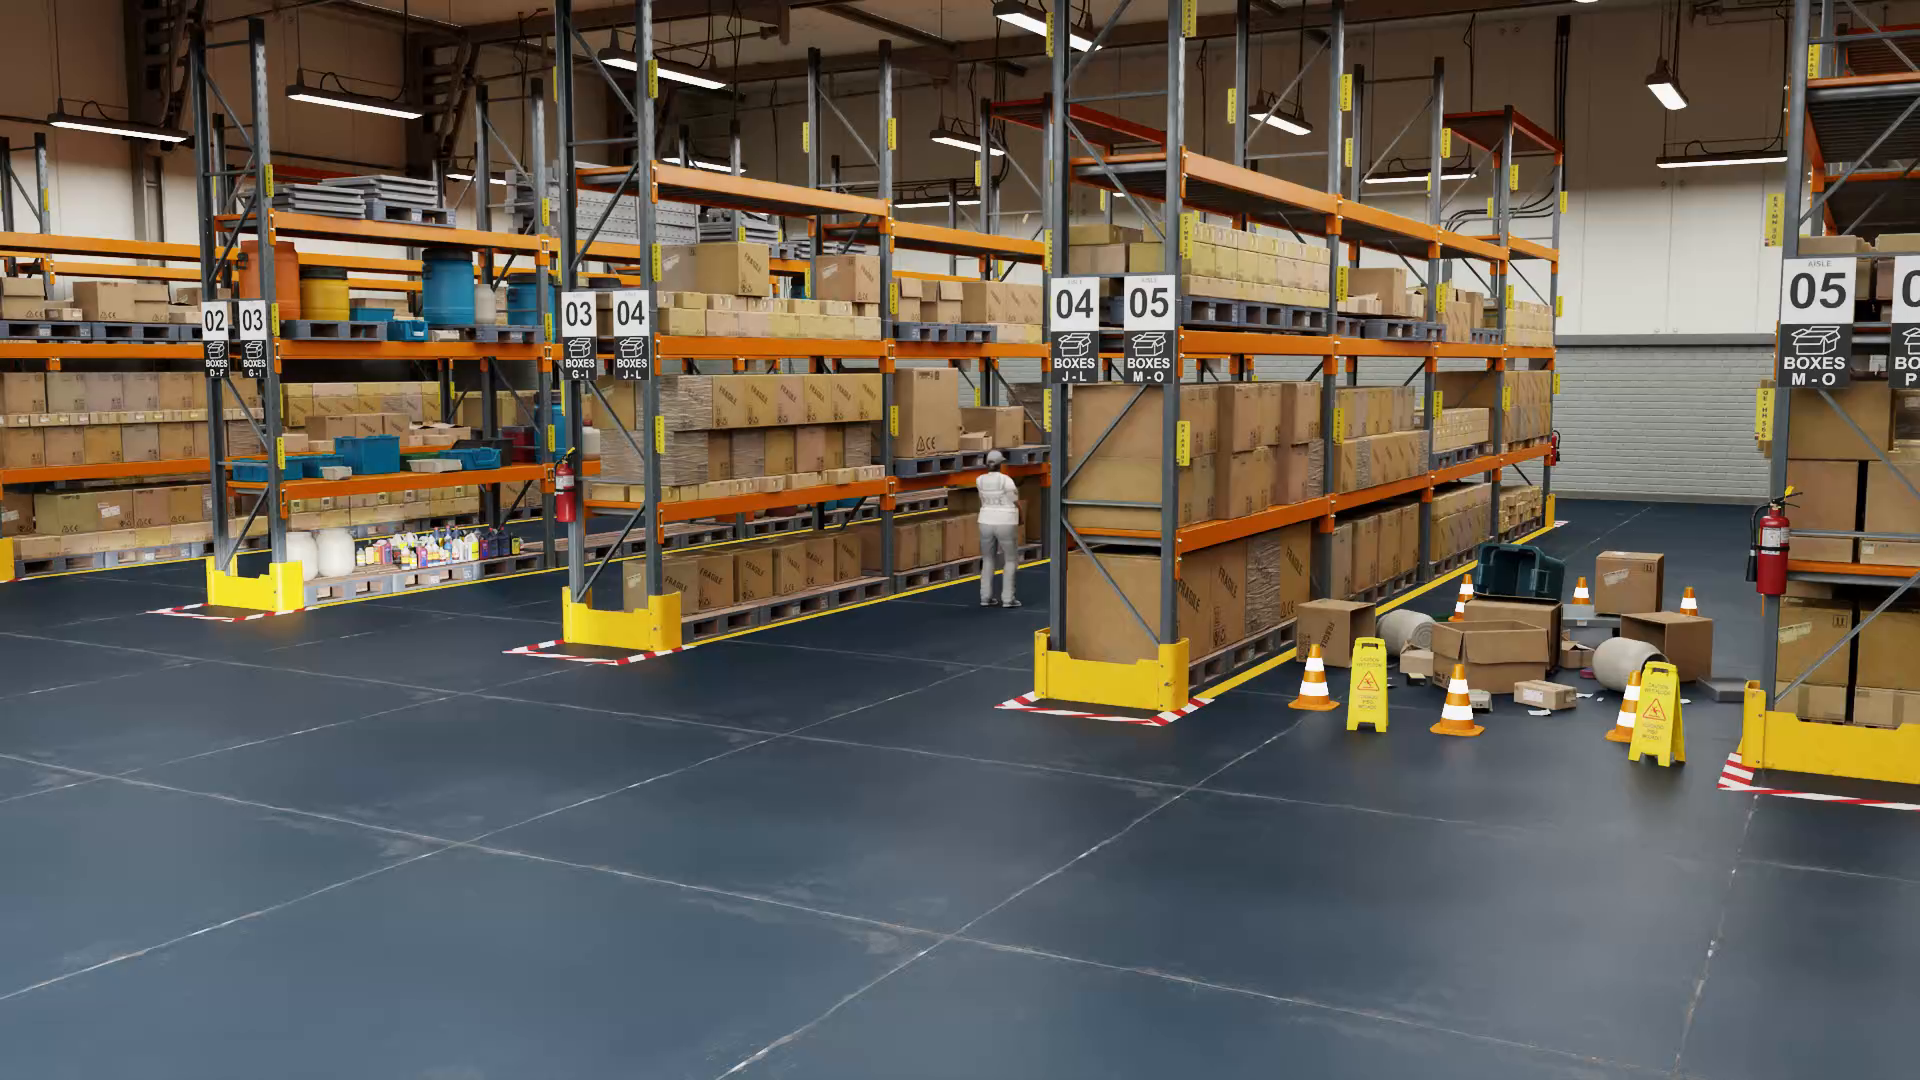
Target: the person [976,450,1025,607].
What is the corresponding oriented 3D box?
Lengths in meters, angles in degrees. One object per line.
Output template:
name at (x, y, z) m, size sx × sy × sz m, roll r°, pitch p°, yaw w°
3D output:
person at (0.438, -0.126, 17.600) m, size 0.452 × 1.654 × 0.535 m, roll 3°, pitch 7°, yaw 29°
